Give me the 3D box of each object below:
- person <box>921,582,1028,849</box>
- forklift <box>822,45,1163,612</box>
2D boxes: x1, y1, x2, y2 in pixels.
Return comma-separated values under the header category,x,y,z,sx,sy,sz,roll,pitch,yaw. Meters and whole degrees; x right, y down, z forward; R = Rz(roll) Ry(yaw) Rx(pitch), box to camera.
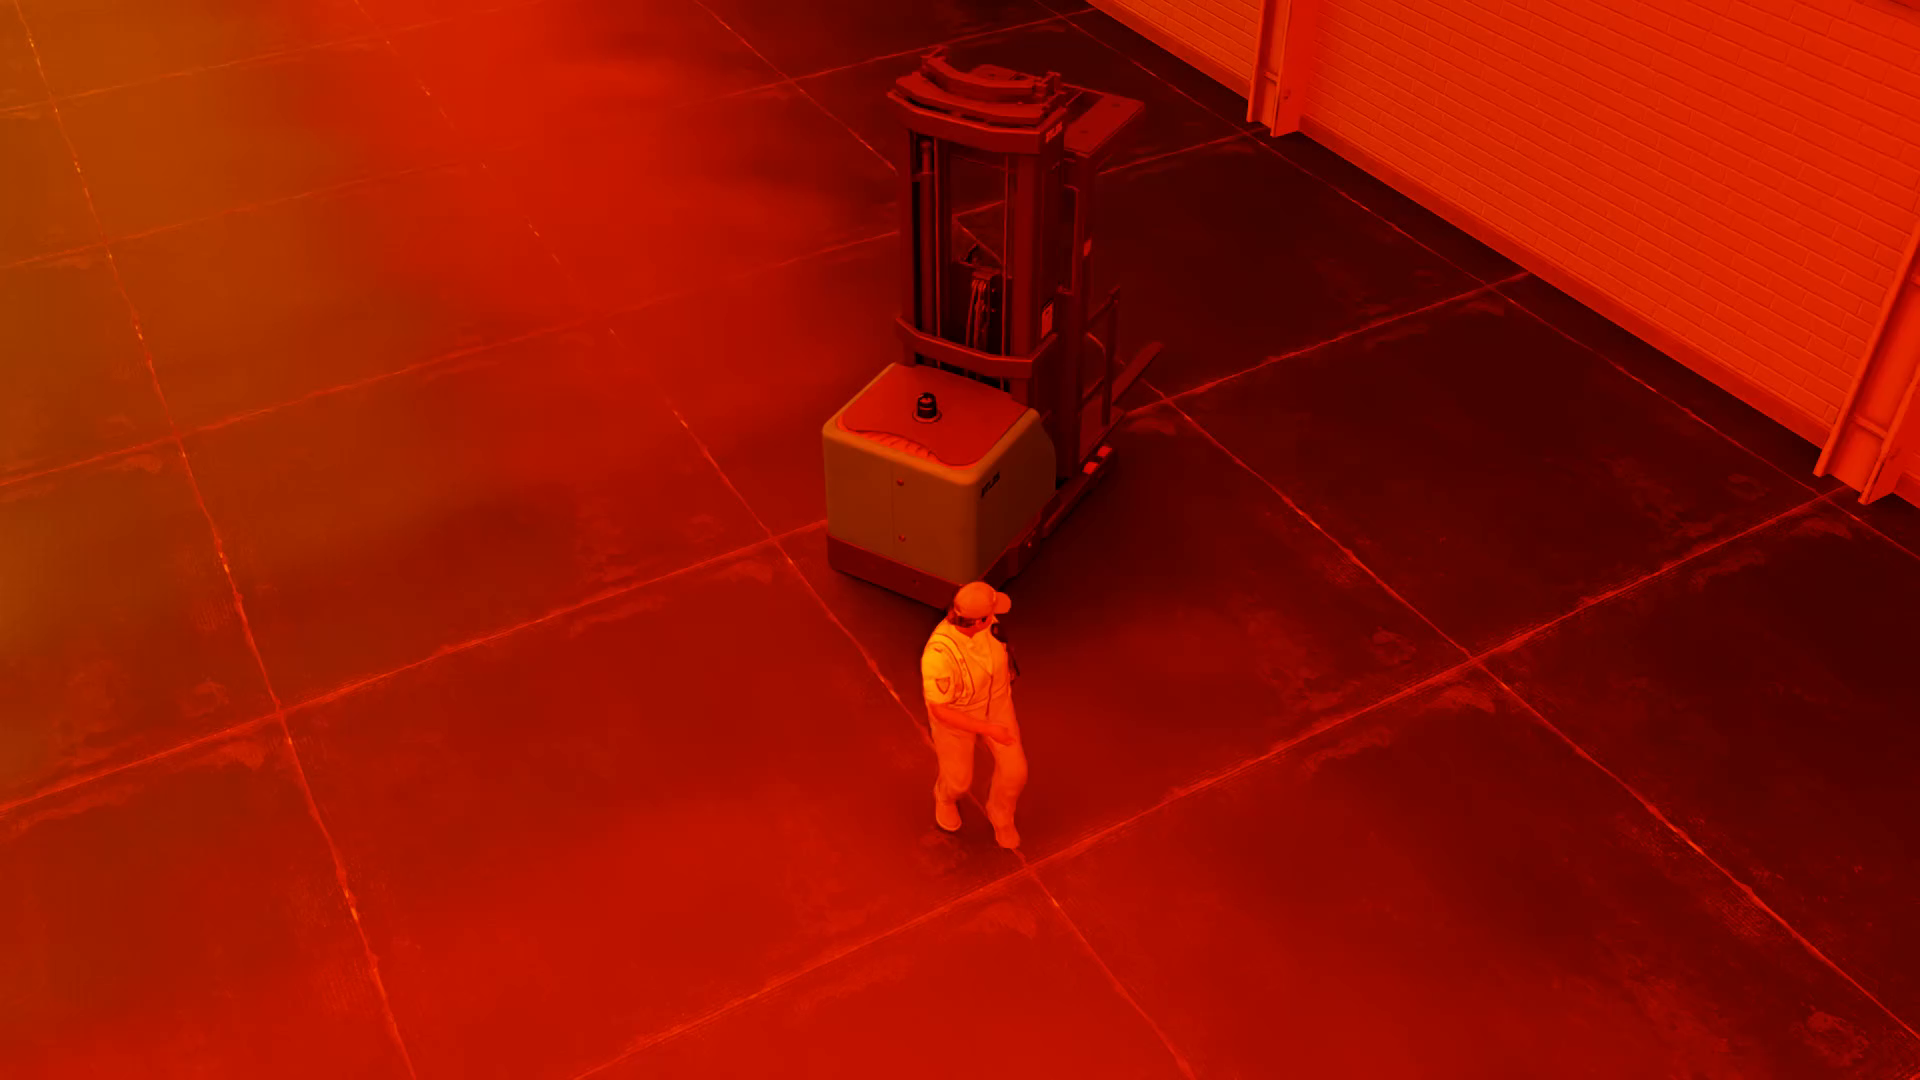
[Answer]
category,x,y,z,sx,sy,sz,roll,pitch,yaw
person,0.036,0.836,8.121,0.569,1.665,0.736,-21,44,-23
forklift,0.371,-1.604,9.970,1.130,2.935,3.031,20,44,23
